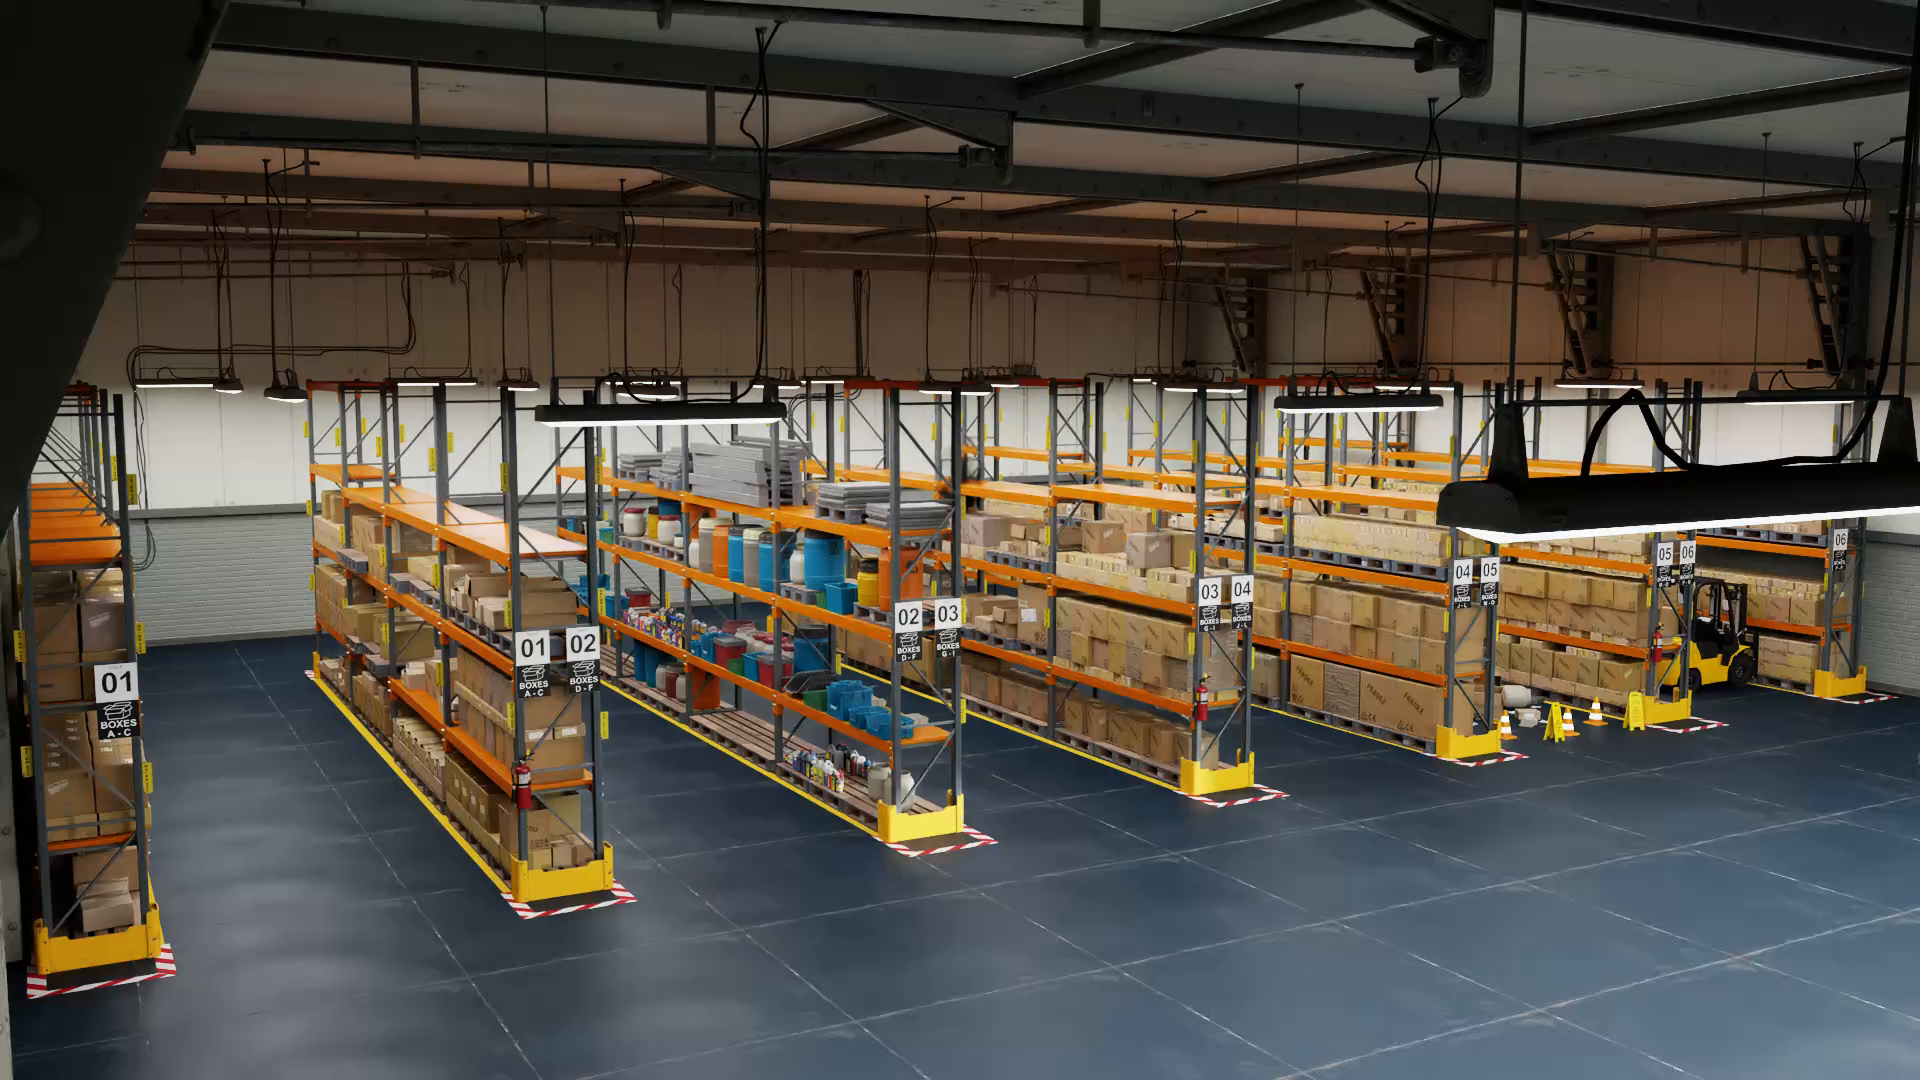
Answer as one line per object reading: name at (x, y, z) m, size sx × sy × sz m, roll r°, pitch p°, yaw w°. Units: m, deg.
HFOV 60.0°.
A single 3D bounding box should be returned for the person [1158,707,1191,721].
person at (3.828, 2.380, 29.642) m, size 0.538 × 1.605 × 0.877 m, roll -5°, pitch 8°, yaw -40°
